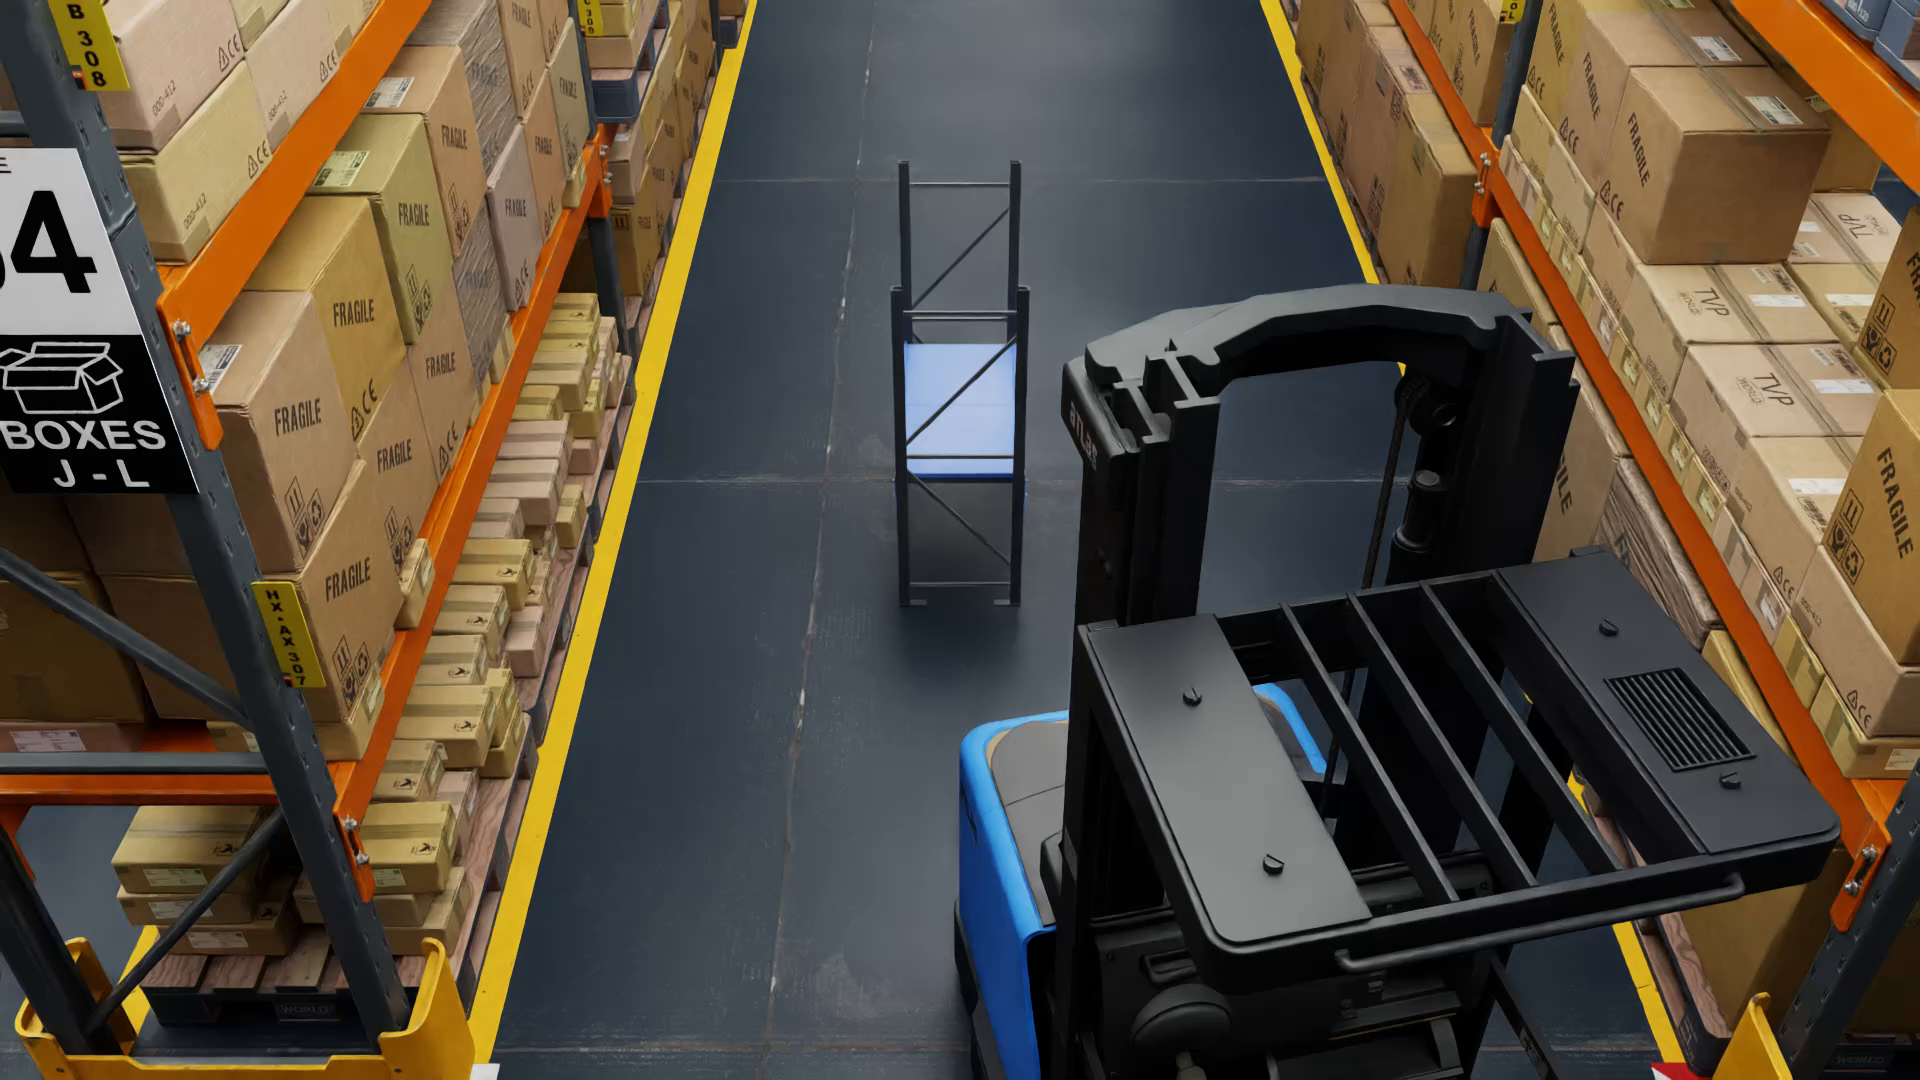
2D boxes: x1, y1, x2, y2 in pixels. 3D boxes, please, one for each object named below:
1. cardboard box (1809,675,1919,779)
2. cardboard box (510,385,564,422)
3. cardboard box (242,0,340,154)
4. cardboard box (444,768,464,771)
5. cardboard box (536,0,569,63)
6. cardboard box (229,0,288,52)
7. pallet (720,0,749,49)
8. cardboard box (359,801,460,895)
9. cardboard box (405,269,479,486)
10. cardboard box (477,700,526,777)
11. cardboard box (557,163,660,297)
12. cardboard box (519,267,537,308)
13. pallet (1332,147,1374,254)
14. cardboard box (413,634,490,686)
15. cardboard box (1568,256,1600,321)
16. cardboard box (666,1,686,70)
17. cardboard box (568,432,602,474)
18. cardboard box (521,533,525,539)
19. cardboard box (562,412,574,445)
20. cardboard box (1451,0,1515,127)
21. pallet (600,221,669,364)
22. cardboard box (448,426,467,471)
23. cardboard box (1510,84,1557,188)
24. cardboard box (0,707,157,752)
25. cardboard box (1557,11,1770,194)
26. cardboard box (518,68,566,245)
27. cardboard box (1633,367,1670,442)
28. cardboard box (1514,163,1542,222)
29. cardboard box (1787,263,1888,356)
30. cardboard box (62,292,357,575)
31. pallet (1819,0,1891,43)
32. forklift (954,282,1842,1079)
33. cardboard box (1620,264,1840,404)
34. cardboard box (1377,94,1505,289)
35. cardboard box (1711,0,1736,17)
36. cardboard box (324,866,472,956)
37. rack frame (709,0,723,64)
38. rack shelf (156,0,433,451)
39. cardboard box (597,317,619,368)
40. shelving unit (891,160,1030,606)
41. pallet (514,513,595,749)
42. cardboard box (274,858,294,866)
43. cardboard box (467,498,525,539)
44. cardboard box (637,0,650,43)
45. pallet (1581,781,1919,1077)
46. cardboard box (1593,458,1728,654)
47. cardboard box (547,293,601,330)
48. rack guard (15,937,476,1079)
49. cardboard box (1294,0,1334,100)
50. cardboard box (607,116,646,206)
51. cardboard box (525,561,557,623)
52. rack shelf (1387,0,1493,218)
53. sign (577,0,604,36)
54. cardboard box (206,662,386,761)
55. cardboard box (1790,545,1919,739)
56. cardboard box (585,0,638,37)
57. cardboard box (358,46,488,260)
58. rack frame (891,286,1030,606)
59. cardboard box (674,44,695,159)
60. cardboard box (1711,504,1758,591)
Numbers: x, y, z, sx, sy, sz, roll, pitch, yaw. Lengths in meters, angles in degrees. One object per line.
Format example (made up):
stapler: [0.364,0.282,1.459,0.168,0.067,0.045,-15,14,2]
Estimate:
cardboard box: [2.520,0.498,4.431,0.380,0.149,0.250,1,39,1]
cardboard box: [-1.884,-0.522,6.971,0.380,0.149,0.250,1,39,1]
cardboard box: [-1.851,-1.160,4.020,0.500,0.250,0.500,1,39,1]
cardboard box: [-1.887,0.743,5.630,0.380,0.149,0.250,0,39,1]
cardboard box: [-1.844,-2.190,6.467,0.500,0.500,0.500,-1,39,-2]
cardboard box: [-1.852,-1.346,3.852,0.500,0.250,0.500,0,39,-1]
pallet: [-2.045,-3.845,11.879,1.003,0.211,1.213,0,39,0]
cardboard box: [-1.771,0.951,5.133,0.380,0.149,0.250,-2,39,-2]
cardboard box: [-1.848,-0.514,5.175,0.500,0.500,0.500,0,39,1]
cardboard box: [-1.771,0.704,5.916,0.380,0.149,0.250,0,39,1]
cardboard box: [-1.850,-1.590,8.498,0.500,0.500,0.500,1,39,2]
cardboard box: [-1.825,-1.003,6.304,0.380,0.149,0.250,-2,39,-2]
pallet: [2.765,-2.038,9.625,1.003,0.211,1.213,0,39,0]
cardboard box: [-1.847,0.466,5.738,0.380,0.149,0.250,-2,39,-2]
cardboard box: [2.517,-0.942,6.228,0.380,0.149,0.250,-1,39,-1]
cardboard box: [-1.860,-2.860,9.484,0.500,0.250,0.500,1,39,1]
cardboard box: [-1.792,-0.417,7.316,0.380,0.149,0.250,-1,39,-2]
cardboard box: [-1.906,0.078,6.460,0.380,0.149,0.250,2,39,2]
cardboard box: [-1.864,-0.416,7.076,0.380,0.149,0.250,0,39,0]
cardboard box: [2.572,-2.210,7.530,0.500,0.500,0.500,0,39,0]
pallet: [-2.117,-1.338,8.750,1.003,0.211,1.213,0,39,0]
cardboard box: [-1.856,-0.356,5.496,0.380,0.149,0.250,-1,39,-1]
cardboard box: [2.584,-1.643,6.783,0.500,0.250,0.500,-1,39,-1]
cardboard box: [-2.393,0.457,4.482,0.380,0.149,0.250,0,39,0]
cardboard box: [2.583,-1.622,6.157,0.500,0.500,0.500,0,39,0]
cardboard box: [-1.832,-1.467,6.364,0.500,0.500,0.500,-1,39,-1]
cardboard box: [2.519,-0.458,5.624,0.380,0.149,0.250,1,39,1]
cardboard box: [2.513,-1.432,6.839,0.380,0.149,0.250,-1,39,-2]
cardboard box: [3.109,-0.701,5.608,0.500,0.250,0.500,-1,39,-1]
cardboard box: [-1.845,-0.264,4.063,0.500,0.500,0.500,0,39,0]
pallet: [2.834,-1.742,4.698,1.003,0.211,1.213,0,39,0]
forklift: [0.811,1.069,3.572,1.130,2.935,3.031,-8,39,-10]
cardboard box: [2.579,-0.699,5.606,0.500,0.250,0.500,0,39,0]
cardboard box: [2.825,-1.614,8.229,1.225,0.875,0.875,0,39,0]
cardboard box: [3.113,-1.942,6.557,0.500,0.500,0.500,1,39,1]
cardboard box: [-1.791,1.183,5.319,0.380,0.149,0.250,1,39,1]
rack frame: [-2.119,-4.440,10.392,1.000,3.000,0.127,0,39,0]
rack shelf: [-2.112,-1.578,4.997,1.077,0.370,4.000,0,39,0]
cardboard box: [-1.796,-0.909,7.692,0.380,0.149,0.250,1,39,1]
shelving unit: [0.000,-0.639,6.848,0.538,1.500,1.048,0,39,0]
pallet: [-2.074,0.334,6.664,1.003,0.211,1.213,0,39,0]
cardboard box: [-2.421,1.021,5.521,0.380,0.149,0.250,1,39,1]
cardboard box: [-1.888,-0.029,6.356,0.380,0.149,0.250,0,39,0]
cardboard box: [-1.661,-2.425,7.742,0.380,0.149,0.250,1,39,1]
pallet: [2.771,1.210,5.571,1.003,0.211,1.213,0,39,0]
cardboard box: [2.768,0.318,5.817,0.875,0.875,0.875,0,39,0]
cardboard box: [-1.854,-1.000,7.567,0.380,0.149,0.250,1,39,1]
rack guard: [-2.110,1.491,4.990,1.175,0.500,0.348,0,39,0]
cardboard box: [2.821,-3.284,10.312,1.225,0.875,0.875,-2,39,-2]
cardboard box: [-1.851,-1.882,8.263,0.500,0.250,0.500,-2,39,-2]
cardboard box: [-1.806,0.216,6.526,0.380,0.149,0.250,0,39,0]
rack shelf: [2.843,-2.849,8.982,1.077,0.370,4.000,0,39,0]
sign: [-1.572,-2.282,7.006,0.100,0.325,0.005,0,39,0]
cardboard box: [-1.783,0.458,4.481,0.380,0.149,0.250,0,39,0]
cardboard box: [2.584,0.262,4.407,0.500,0.250,0.500,-1,39,-1]
cardboard box: [-1.655,-2.367,7.433,0.380,0.149,0.250,1,39,1]
cardboard box: [-1.834,-1.223,5.260,0.500,0.500,0.500,-1,39,-1]
rack frame: [0.000,-0.321,6.451,0.500,1.500,0.032,0,39,0]
cardboard box: [-1.843,-2.562,9.711,0.500,0.500,0.500,-2,39,-2]
cardboard box: [2.520,0.021,5.025,0.380,0.149,0.250,1,39,1]
